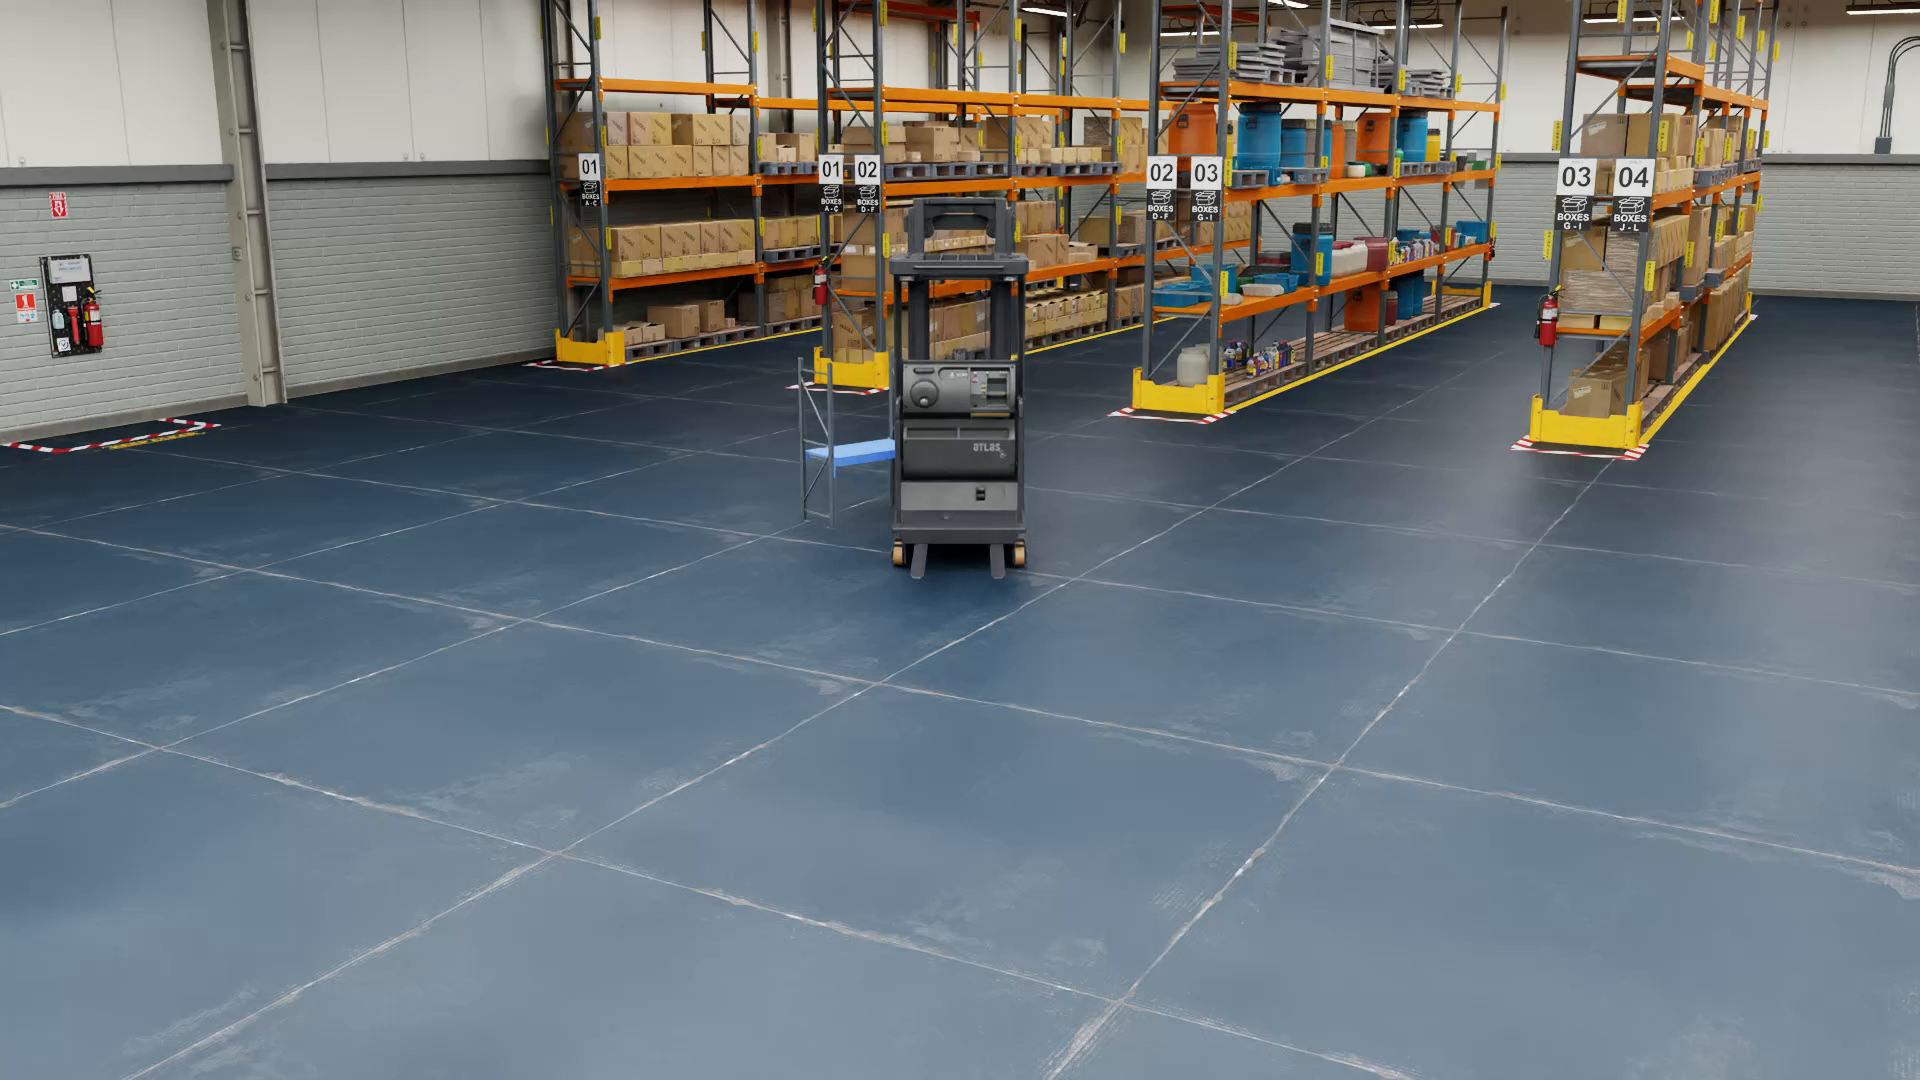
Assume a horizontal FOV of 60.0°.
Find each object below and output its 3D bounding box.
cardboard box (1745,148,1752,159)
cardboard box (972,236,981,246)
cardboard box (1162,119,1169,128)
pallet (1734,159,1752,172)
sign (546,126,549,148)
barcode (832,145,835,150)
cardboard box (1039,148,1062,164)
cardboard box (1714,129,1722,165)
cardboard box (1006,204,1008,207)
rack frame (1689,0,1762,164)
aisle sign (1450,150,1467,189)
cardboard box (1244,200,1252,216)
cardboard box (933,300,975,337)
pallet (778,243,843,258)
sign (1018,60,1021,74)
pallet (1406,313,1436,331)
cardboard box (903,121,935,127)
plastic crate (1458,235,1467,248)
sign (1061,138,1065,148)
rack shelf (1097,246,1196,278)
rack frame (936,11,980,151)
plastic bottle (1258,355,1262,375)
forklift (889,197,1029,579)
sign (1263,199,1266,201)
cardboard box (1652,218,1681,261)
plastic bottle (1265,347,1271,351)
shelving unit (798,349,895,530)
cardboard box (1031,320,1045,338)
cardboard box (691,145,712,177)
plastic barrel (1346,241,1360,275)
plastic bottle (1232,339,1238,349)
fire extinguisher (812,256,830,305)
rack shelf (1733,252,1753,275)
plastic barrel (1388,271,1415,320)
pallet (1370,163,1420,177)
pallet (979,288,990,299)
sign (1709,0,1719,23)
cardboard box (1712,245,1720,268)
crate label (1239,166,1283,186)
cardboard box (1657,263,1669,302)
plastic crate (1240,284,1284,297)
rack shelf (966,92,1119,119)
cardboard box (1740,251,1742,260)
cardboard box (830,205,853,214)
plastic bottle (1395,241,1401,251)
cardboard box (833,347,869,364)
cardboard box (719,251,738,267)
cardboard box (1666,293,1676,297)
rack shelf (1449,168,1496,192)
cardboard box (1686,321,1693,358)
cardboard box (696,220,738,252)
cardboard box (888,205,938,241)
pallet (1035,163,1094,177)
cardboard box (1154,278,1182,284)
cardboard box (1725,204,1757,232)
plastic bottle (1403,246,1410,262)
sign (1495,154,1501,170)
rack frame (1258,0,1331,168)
[{"bbox_3d":[13.927,-7.157,30.096,0.700,0.500,0.500,8,16,30],"label":"cardboard box"},{"bbox_3d":[0.108,-4.636,25.766,0.380,0.149,0.250,7,15,28],"label":"cardboard box"},{"bbox_3d":[4.492,-8.249,33.603,0.700,0.500,0.500,7,15,28],"label":"cardboard box"},{"bbox_3d":[13.365,-6.611,29.343,1.003,0.211,1.213,7,15,28],"label":"pallet"},{"bbox_3d":[-6.325,-6.206,25.587,0.100,0.325,0.005,7,15,28],"label":"sign"},{"bbox_3d":[-1.787,-5.547,23.503,0.001,0.075,0.075,7,15,28],"label":"barcode"},{"bbox_3d":[1.401,-6.485,28.058,0.500,0.250,0.500,6,15,23],"label":"cardboard box"},{"bbox_3d":[10.777,-5.725,24.202,0.500,0.500,0.500,7,15,28],"label":"cardboard box"},{"bbox_3d":[0.587,-7.117,37.014,0.980,0.700,0.700,7,15,27],"label":"cardboard box"},{"bbox_3d":[12.961,-7.945,28.289,1.000,3.000,0.127,7,15,28],"label":"rack frame"},{"bbox_3d":[10.333,-7.723,34.620,0.394,0.787,0.004,7,15,28],"label":"aisle sign"},{"bbox_3d":[6.006,-7.281,35.988,0.500,0.500,0.500,8,16,30],"label":"cardboard box"},{"bbox_3d":[-0.100,-3.418,25.684,0.500,0.500,0.500,7,15,28],"label":"cardboard box"},{"bbox_3d":[-2.902,-5.388,30.891,1.003,0.211,1.213,7,15,28],"label":"pallet"},{"bbox_3d":[1.403,-11.045,38.815,0.100,0.325,0.005,7,15,28],"label":"sign"},{"bbox_3d":[8.215,-4.081,31.010,1.003,0.211,1.213,7,15,28],"label":"pallet"},{"bbox_3d":[-0.842,-8.517,34.309,0.500,0.250,0.500,7,15,26],"label":"cardboard box"},{"bbox_3d":[9.790,-5.908,32.869,0.416,0.233,0.300,7,15,28],"label":"plastic crate"},{"bbox_3d":[1.883,-7.103,30.092,0.100,0.325,0.005,7,15,28],"label":"sign"},{"bbox_3d":[3.324,-5.392,32.034,1.077,0.370,4.000,7,15,28],"label":"rack shelf"},{"bbox_3d":[-0.048,-9.629,35.273,1.000,3.000,0.127,7,15,28],"label":"rack frame"},{"bbox_3d":[4.139,-2.423,23.065,0.097,0.271,0.097,0,14,0],"label":"plastic bottle"},{"bbox_3d":[-0.005,-1.279,13.584,1.130,2.935,3.031,0,14,0],"label":"forklift"},{"bbox_3d":[6.700,-7.622,36.605,0.100,0.325,0.005,7,15,28],"label":"sign"},{"bbox_3d":[8.633,-3.738,20.657,0.500,0.500,0.500,7,15,28],"label":"cardboard box"},{"bbox_3d":[4.464,-2.646,23.981,0.152,0.276,0.135,7,15,28],"label":"plastic bottle"},{"bbox_3d":[-0.893,-0.940,15.231,1.048,1.500,0.538,-11,17,-38],"label":"shelving unit"},{"bbox_3d":[1.083,-3.537,27.777,0.500,0.250,0.500,8,16,29],"label":"cardboard box"},{"bbox_3d":[-4.433,-6.236,27.343,0.500,0.500,0.500,7,15,26],"label":"cardboard box"},{"bbox_3d":[6.177,-4.502,26.569,0.421,0.512,0.421,0,14,0],"label":"plastic barrel"},{"bbox_3d":[4.004,-2.756,24.279,0.144,0.351,0.185,8,16,30],"label":"plastic bottle"},{"bbox_3d":[-1.974,-3.681,23.566,0.296,0.674,0.183,7,15,28],"label":"fire extinguisher"},{"bbox_3d":[13.927,-5.089,30.779,1.077,0.370,4.000,7,15,28],"label":"rack shelf"},{"bbox_3d":[8.005,-4.519,30.459,0.600,0.901,0.708,7,15,28],"label":"plastic barrel"},{"bbox_3d":[7.147,-6.282,28.192,1.003,0.211,1.213,7,15,28],"label":"pallet"},{"bbox_3d":[0.388,-5.504,36.913,1.003,0.211,1.213,7,15,28],"label":"pallet"},{"bbox_3d":[9.559,-6.731,21.092,0.100,0.325,0.005,7,15,28],"label":"sign"},{"bbox_3d":[11.500,-4.326,25.863,0.500,0.500,0.500,8,16,30],"label":"cardboard box"},{"bbox_3d":[4.018,-4.861,22.212,0.502,0.251,0.408,7,15,28],"label":"crate label"},{"bbox_3d":[8.396,-3.283,20.902,0.875,0.500,0.500,7,15,28],"label":"cardboard box"},{"bbox_3d":[4.194,-3.459,23.042,0.530,0.136,0.437,7,15,28],"label":"plastic crate"},{"bbox_3d":[1.390,-7.293,27.973,1.077,0.370,4.000,7,15,28],"label":"rack shelf"},{"bbox_3d":[13.898,-5.144,30.008,0.380,0.149,0.250,7,15,27],"label":"cardboard box"},{"bbox_3d":[-2.264,-6.328,31.844,0.380,0.149,0.250,5,14,19],"label":"cardboard box"},{"bbox_3d":[7.736,-5.104,29.410,0.144,0.351,0.185,7,15,28],"label":"plastic bottle"},{"bbox_3d":[-1.510,-2.701,24.307,0.500,0.250,0.500,7,15,28],"label":"cardboard box"},{"bbox_3d":[-4.127,-4.775,28.218,0.500,0.250,0.500,7,15,28],"label":"cardboard box"},{"bbox_3d":[9.117,-3.138,21.685,0.380,0.149,0.250,7,15,28],"label":"cardboard box"},{"bbox_3d":[9.592,-7.109,32.755,1.077,0.370,4.000,7,15,28],"label":"rack shelf"},{"bbox_3d":[10.721,-3.067,25.250,0.700,0.500,0.500,6,15,25],"label":"cardboard box"},{"bbox_3d":[-4.109,-5.137,28.120,0.500,0.500,0.500,7,15,28],"label":"cardboard box"},{"bbox_3d":[-0.756,-4.686,24.591,0.700,0.500,0.500,7,15,28],"label":"cardboard box"},{"bbox_3d":[1.569,-6.319,28.345,1.003,0.211,1.213,8,16,31],"label":"pallet"},{"bbox_3d":[4.057,-4.916,32.921,0.500,0.500,0.500,7,15,28],"label":"cardboard box"},{"bbox_3d":[14.889,-6.156,31.753,0.500,0.500,0.500,8,16,29],"label":"cardboard box"},{"bbox_3d":[7.854,-5.046,29.327,0.152,0.276,0.135,7,15,28],"label":"plastic bottle"},{"bbox_3d":[11.048,-7.759,34.140,0.100,0.325,0.005,7,15,28],"label":"sign"},{"bbox_3d":[4.757,-6.865,23.809,1.000,3.000,0.127,7,15,28],"label":"rack frame"}]
